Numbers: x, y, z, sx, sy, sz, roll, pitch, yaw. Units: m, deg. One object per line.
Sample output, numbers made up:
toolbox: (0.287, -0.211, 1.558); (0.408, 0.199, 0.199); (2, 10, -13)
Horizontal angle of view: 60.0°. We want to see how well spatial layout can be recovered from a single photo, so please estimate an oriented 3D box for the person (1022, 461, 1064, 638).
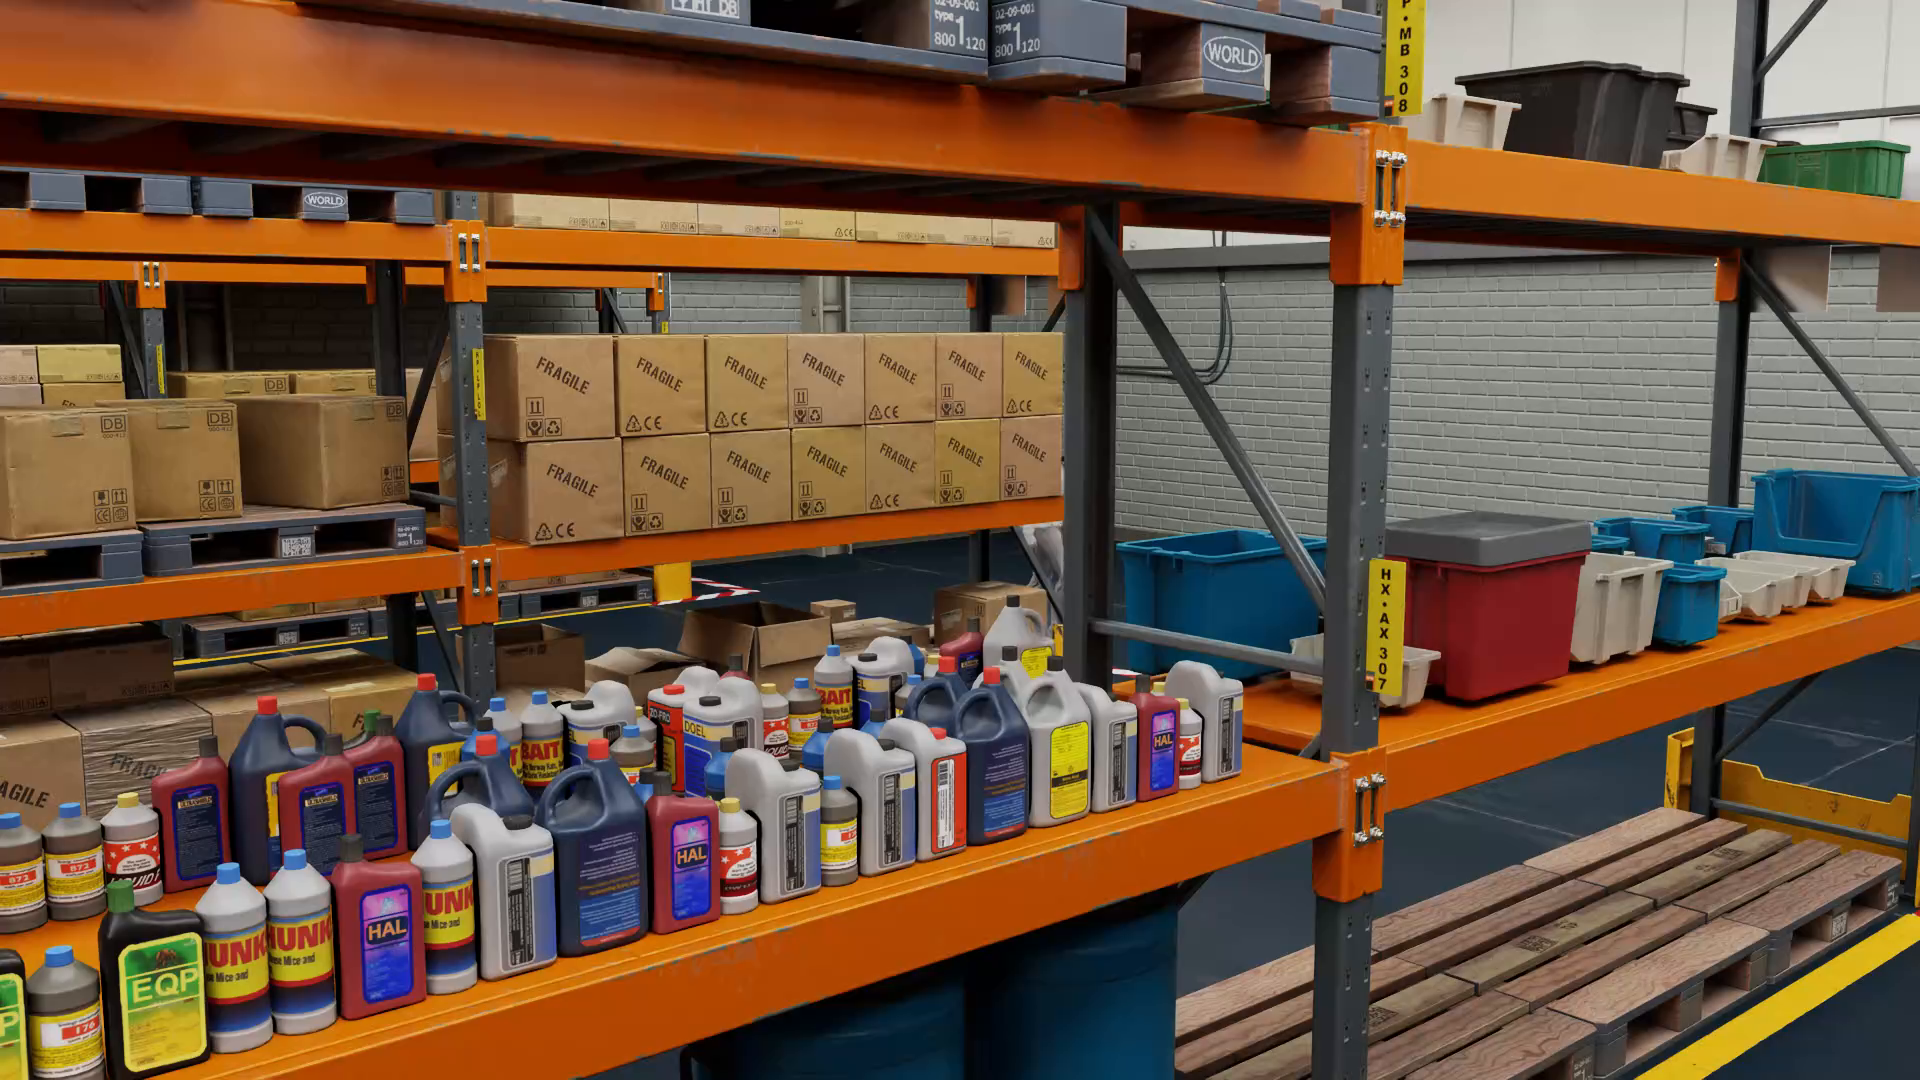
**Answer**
person: (0.655, -0.044, 12.112); (0.494, 1.742, 0.525); (3, 8, 20)
